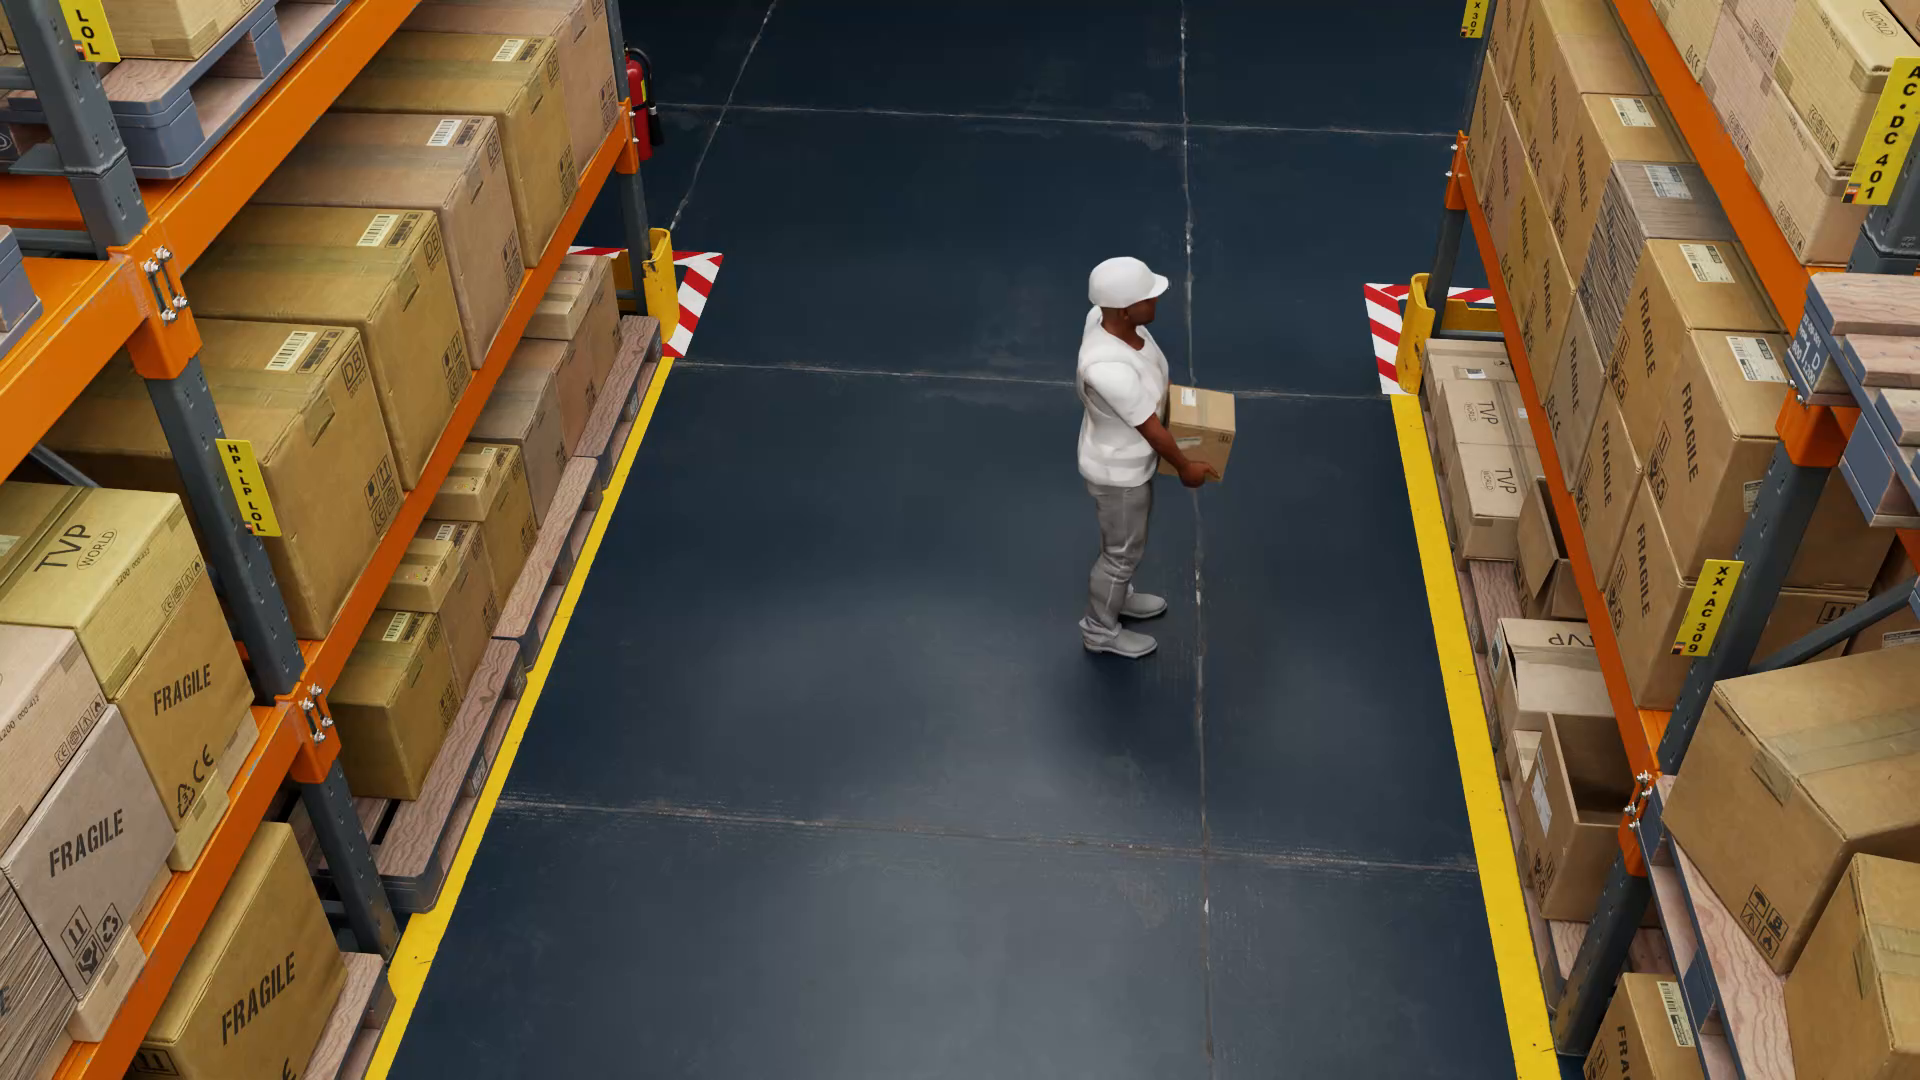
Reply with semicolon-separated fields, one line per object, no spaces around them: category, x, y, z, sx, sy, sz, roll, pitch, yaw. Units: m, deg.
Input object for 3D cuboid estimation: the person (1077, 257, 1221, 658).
person;0.728;-0.317;6.522;0.569;1.760;0.504;4;40;4
